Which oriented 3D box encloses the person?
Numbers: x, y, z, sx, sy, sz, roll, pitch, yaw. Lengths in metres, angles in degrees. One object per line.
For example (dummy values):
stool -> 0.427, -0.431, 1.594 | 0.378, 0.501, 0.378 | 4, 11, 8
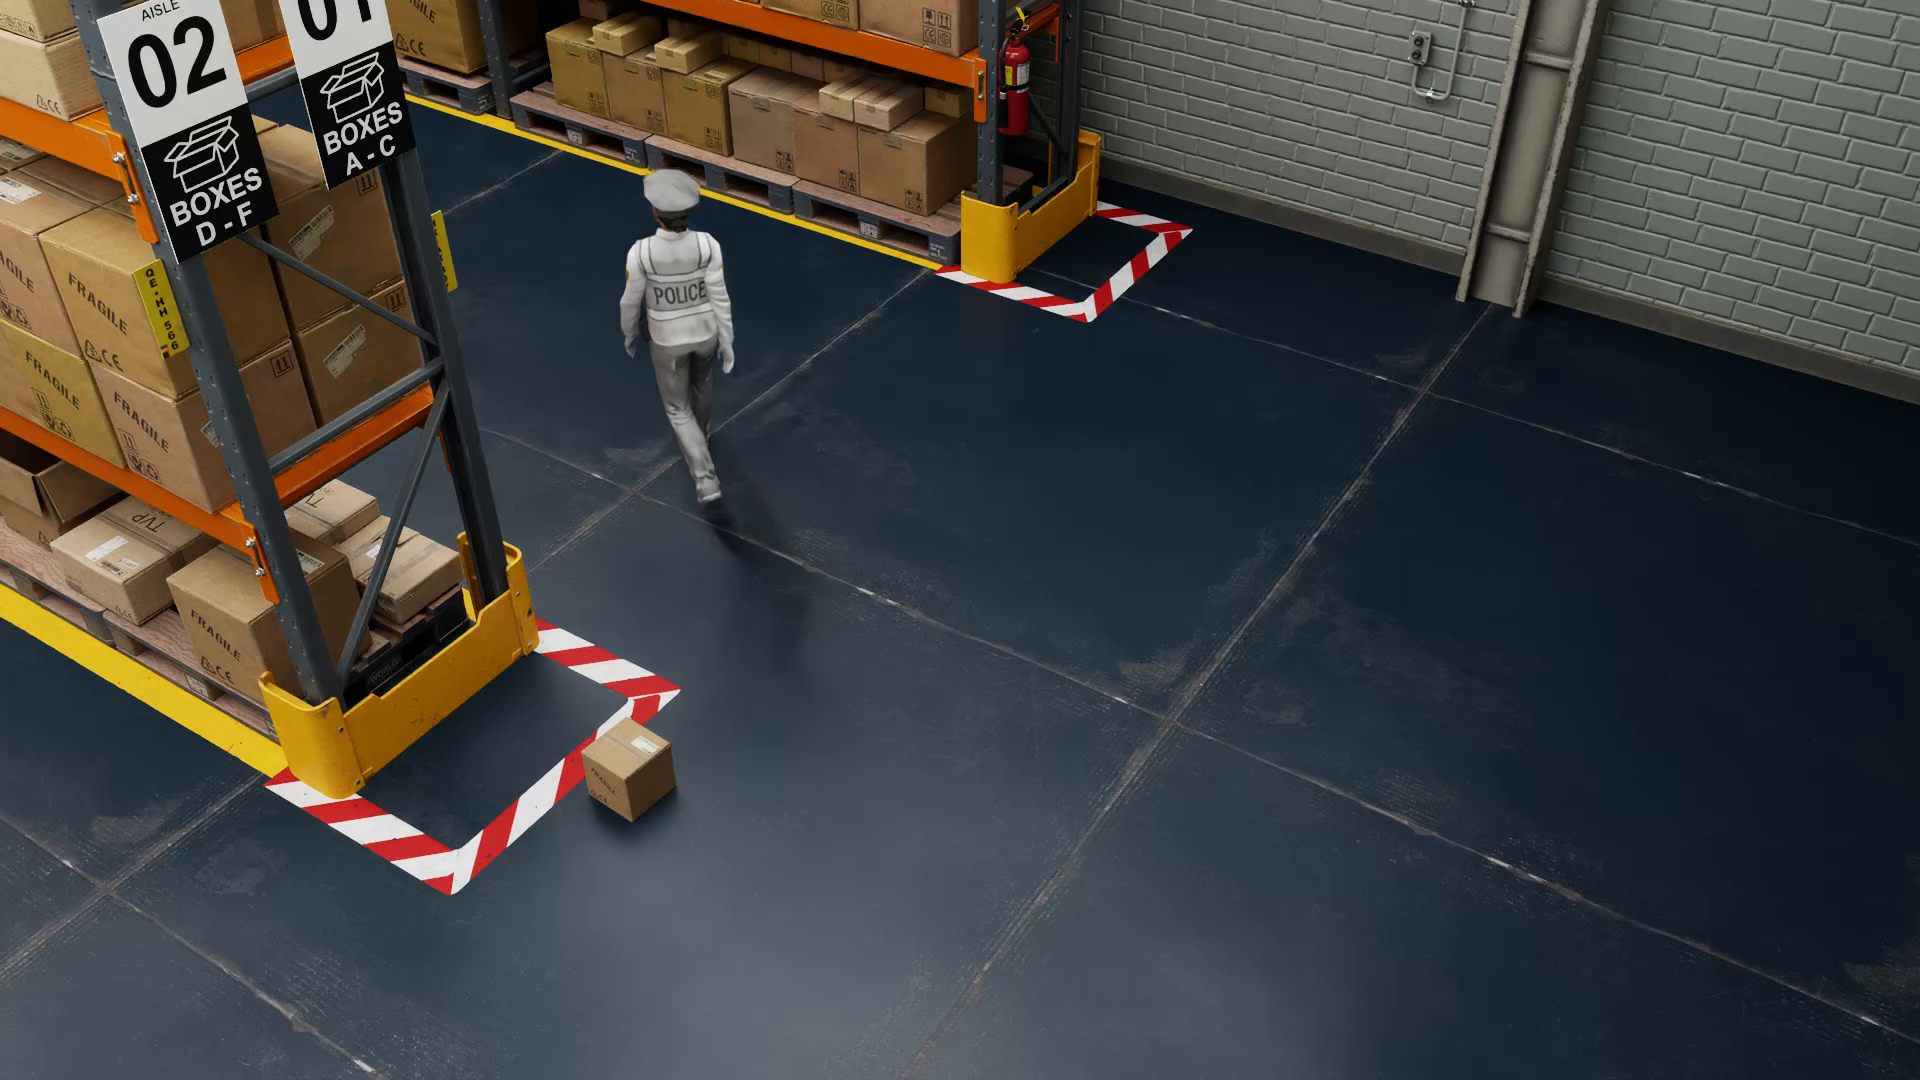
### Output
person -> -1.333, -0.973, 7.866 | 0.494, 1.638, 0.932 | -13, 41, -16
